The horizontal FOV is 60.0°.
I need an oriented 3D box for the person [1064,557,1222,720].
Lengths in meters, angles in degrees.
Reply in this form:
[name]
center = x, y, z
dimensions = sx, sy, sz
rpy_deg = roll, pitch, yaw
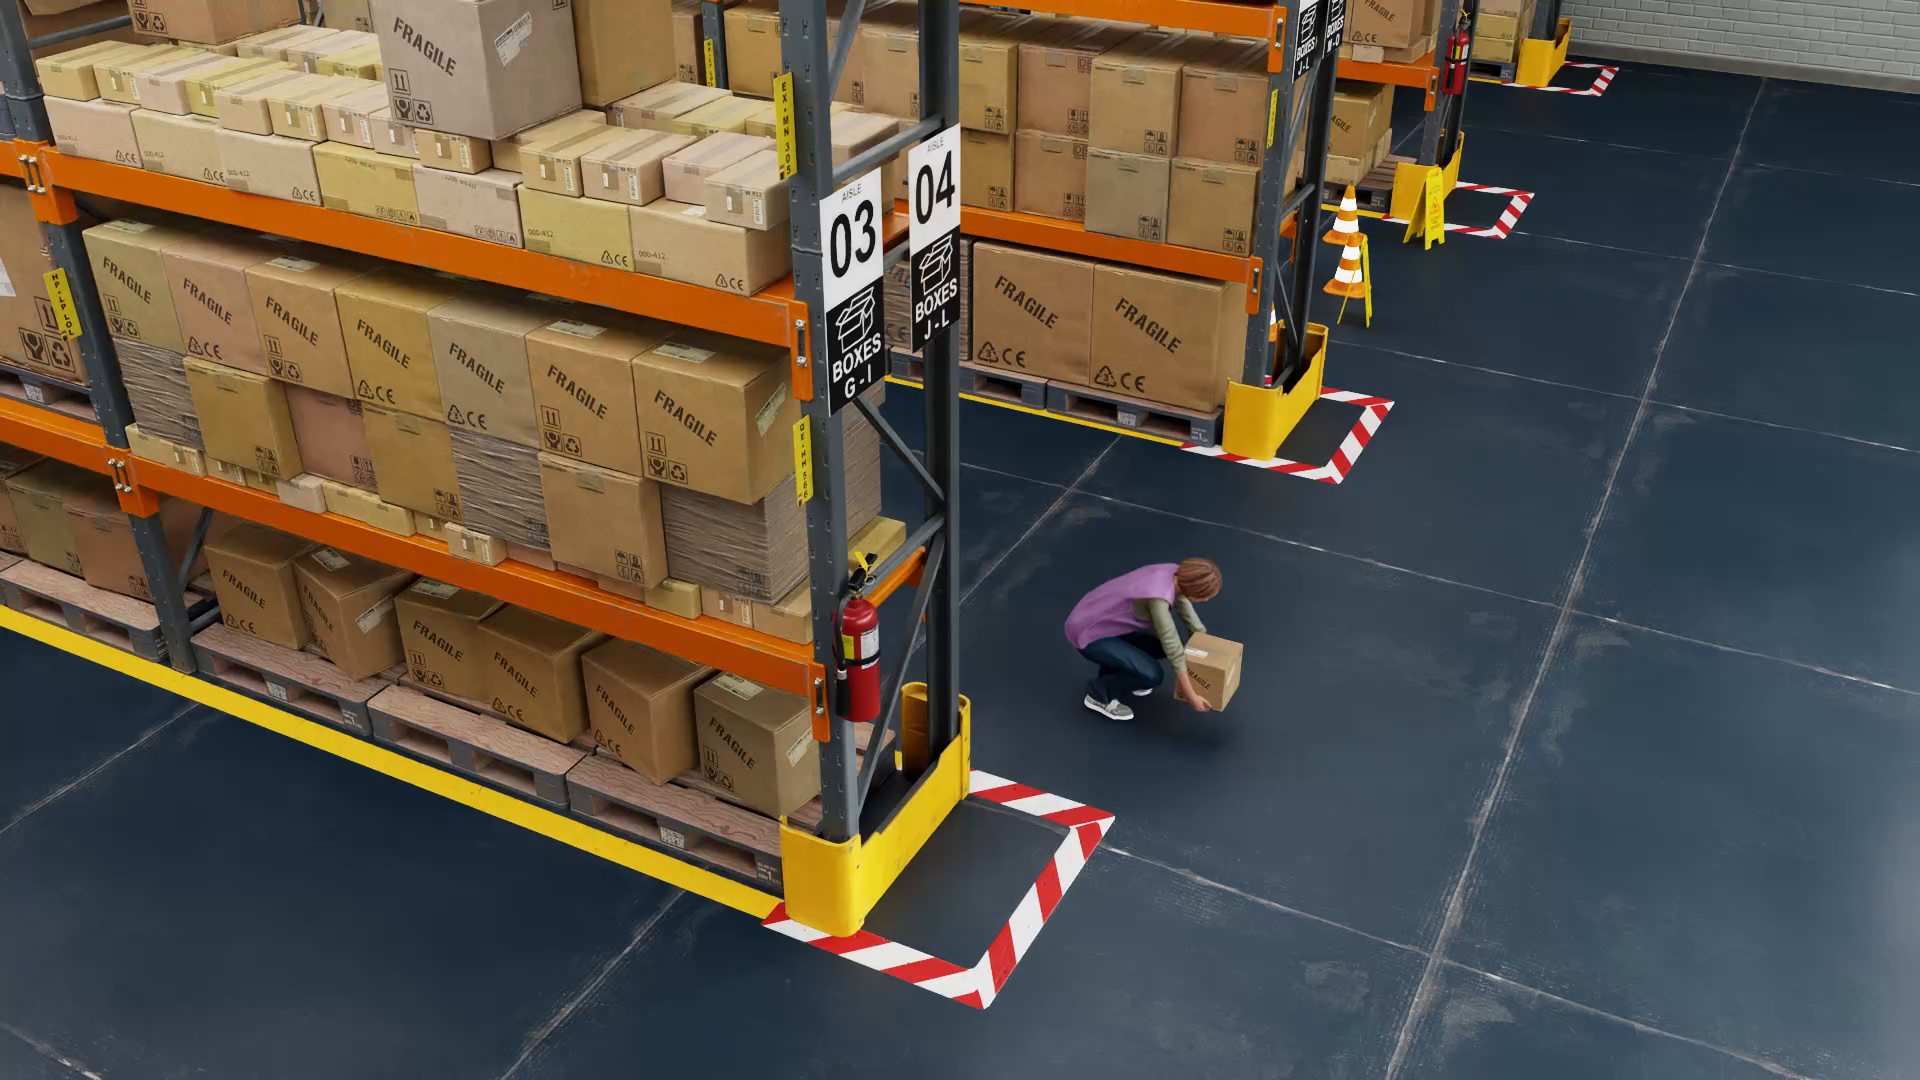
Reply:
[person]
center = 0.920, 0.464, 8.202
dimensions = 0.822, 0.896, 0.423
rpy_deg = 14, 33, 22
